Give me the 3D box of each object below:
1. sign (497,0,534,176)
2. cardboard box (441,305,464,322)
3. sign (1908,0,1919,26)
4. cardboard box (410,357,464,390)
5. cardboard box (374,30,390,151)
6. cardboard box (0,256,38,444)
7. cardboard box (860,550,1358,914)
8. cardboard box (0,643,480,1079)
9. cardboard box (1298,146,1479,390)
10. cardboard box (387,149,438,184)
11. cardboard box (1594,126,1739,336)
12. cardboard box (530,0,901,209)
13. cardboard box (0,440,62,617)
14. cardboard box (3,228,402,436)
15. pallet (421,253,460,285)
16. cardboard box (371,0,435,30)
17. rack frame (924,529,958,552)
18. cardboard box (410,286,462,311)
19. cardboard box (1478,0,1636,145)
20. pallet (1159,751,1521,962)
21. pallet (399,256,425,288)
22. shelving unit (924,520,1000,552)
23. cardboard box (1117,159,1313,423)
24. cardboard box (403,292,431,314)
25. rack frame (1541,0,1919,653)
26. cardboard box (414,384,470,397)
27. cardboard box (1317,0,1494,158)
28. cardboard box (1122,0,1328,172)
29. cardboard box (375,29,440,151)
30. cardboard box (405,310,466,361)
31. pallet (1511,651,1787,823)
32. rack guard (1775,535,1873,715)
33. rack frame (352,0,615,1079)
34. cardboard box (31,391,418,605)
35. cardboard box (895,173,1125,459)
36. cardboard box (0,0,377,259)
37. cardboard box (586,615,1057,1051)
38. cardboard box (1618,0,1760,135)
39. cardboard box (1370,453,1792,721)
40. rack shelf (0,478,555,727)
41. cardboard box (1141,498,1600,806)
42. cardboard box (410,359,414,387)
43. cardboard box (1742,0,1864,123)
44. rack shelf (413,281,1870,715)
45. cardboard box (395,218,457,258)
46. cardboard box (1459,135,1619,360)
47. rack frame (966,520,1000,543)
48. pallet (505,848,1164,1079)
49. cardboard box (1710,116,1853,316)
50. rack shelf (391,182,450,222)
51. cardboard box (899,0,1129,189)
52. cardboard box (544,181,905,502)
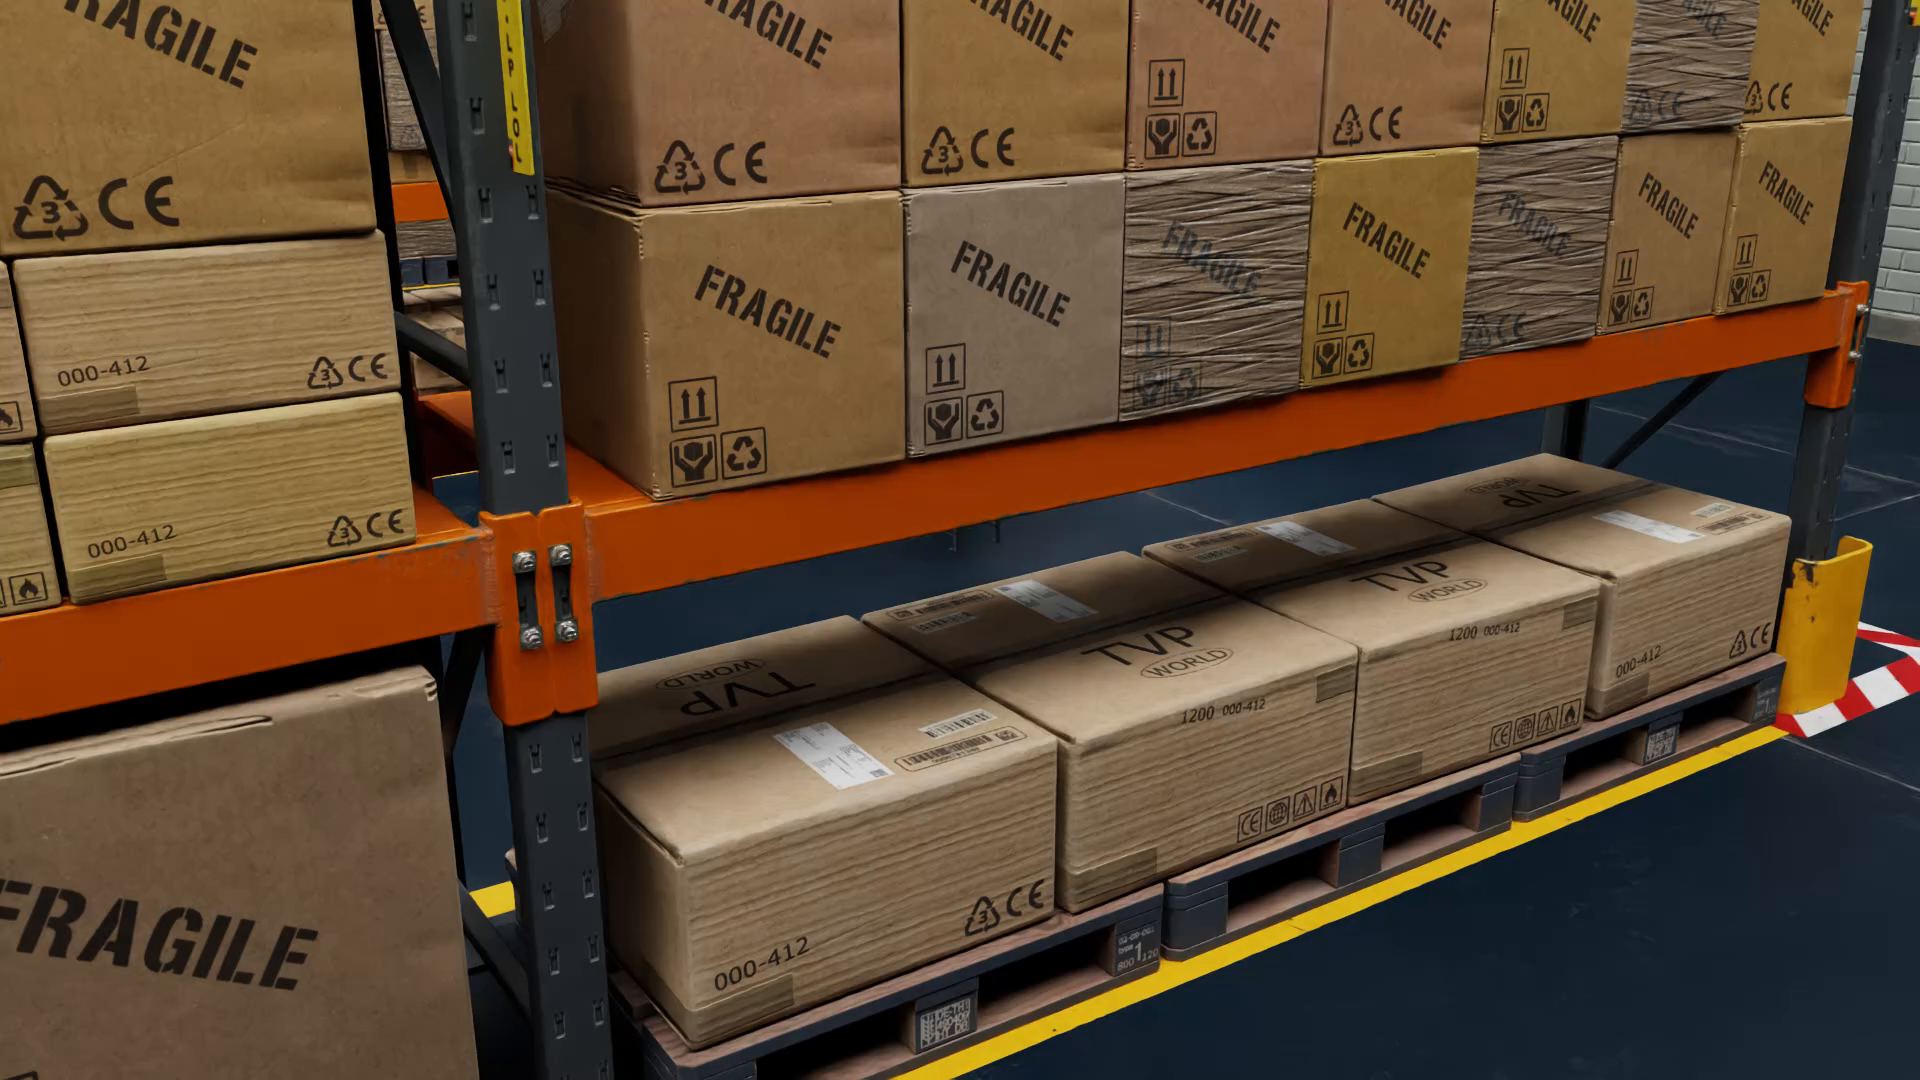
[{"bbox_3d":[-0.672,-0.717,2.498,0.005,0.325,0.100,-12,22,-31],"label":"sign"},{"bbox_3d":[-2.292,-1.027,7.965,0.250,0.149,0.380,-13,23,-34],"label":"cardboard box"},{"bbox_3d":[2.649,-1.567,4.519,0.005,0.325,0.100,-12,22,-31],"label":"sign"},{"bbox_3d":[-2.491,-0.833,7.857,0.250,0.149,0.380,-11,21,-29],"label":"cardboard box"},{"bbox_3d":[-2.824,-1.953,7.217,0.500,0.500,0.500,-12,22,-31],"label":"cardboard box"},{"bbox_3d":[-1.626,-0.282,2.350,0.500,0.250,0.500,-11,22,-30],"label":"cardboard box"},{"bbox_3d":[0.352,0.426,4.147,0.875,0.438,0.875,-13,22,-33],"label":"cardboard box"},{"bbox_3d":[-1.452,0.589,2.981,0.875,0.875,0.875,-11,22,-30],"label":"cardboard box"},{"bbox_3d":[0.829,-0.674,3.897,0.500,0.500,0.500,-11,22,-30],"label":"cardboard box"},{"bbox_3d":[-2.523,-1.699,7.478,0.250,0.149,0.380,-11,22,-30],"label":"cardboard box"},{"bbox_3d":[1.678,-0.861,4.452,0.500,0.500,0.500,-12,22,-33],"label":"cardboard box"},{"bbox_3d":[-0.448,-0.890,2.975,0.500,0.500,0.500,-12,22,-31],"label":"cardboard box"},{"bbox_3d":[-1.640,-0.042,2.421,0.500,0.250,0.500,-12,22,-32],"label":"cardboard box"},{"bbox_3d":[-1.213,-0.372,2.617,0.500,0.250,0.500,-12,22,-31],"label":"cardboard box"},{"bbox_3d":[-3.713,-2.222,12.987,1.213,0.211,1.003,-12,22,-31],"label":"pallet"},{"bbox_3d":[-2.412,-2.508,7.297,0.500,0.500,0.500,-11,22,-31],"label":"cardboard box"},{"bbox_3d":[-0.078,-0.410,6.552,0.006,0.900,0.240,-12,22,-31],"label":"rack frame"},{"bbox_3d":[-2.582,-1.168,8.381,0.250,0.149,0.380,-13,23,-33],"label":"cardboard box"},{"bbox_3d":[1.255,-1.240,4.012,0.500,0.500,0.500,-12,22,-32],"label":"cardboard box"},{"bbox_3d":[0.720,0.642,4.515,1.213,0.211,1.003,-12,22,-31],"label":"pallet"},{"bbox_3d":[-4.731,-2.008,12.356,1.213,0.211,1.003,-12,22,-31],"label":"pallet"},{"bbox_3d":[0.007,-0.428,6.605,0.210,0.900,0.258,-12,22,-31],"label":"shelving unit"},{"bbox_3d":[0.399,-0.583,3.629,0.500,0.500,0.500,-12,22,-31],"label":"cardboard box"},{"bbox_3d":[-2.801,-1.117,8.231,0.250,0.149,0.380,-13,23,-34],"label":"cardboard box"},{"bbox_3d":[2.362,-1.054,5.179,0.127,3.000,1.000,-12,22,-31],"label":"rack frame"},{"bbox_3d":[-2.513,-0.702,7.932,0.250,0.149,0.380,-13,23,-34],"label":"cardboard box"},{"bbox_3d":[0.834,-1.152,3.752,0.500,0.500,0.500,-12,22,-32],"label":"cardboard box"},{"bbox_3d":[0.412,-1.064,3.491,0.500,0.500,0.500,-11,22,-30],"label":"cardboard box"},{"bbox_3d":[-2.383,-2.032,7.451,0.500,0.500,0.500,-12,22,-33],"label":"cardboard box"},{"bbox_3d":[-2.474,-0.957,7.757,0.250,0.149,0.380,-11,22,-30],"label":"cardboard box"},{"bbox_3d":[1.738,0.429,5.147,1.213,0.211,1.003,-12,22,-31],"label":"pallet"},{"bbox_3d":[2.382,0.126,5.592,0.348,0.500,1.175,-12,22,-31],"label":"rack guard"},{"bbox_3d":[-0.978,-0.349,3.095,0.127,3.000,1.000,-12,22,-31],"label":"rack frame"},{"bbox_3d":[-1.214,-0.132,2.686,0.500,0.250,0.500,-13,22,-33],"label":"cardboard box"},{"bbox_3d":[-0.020,-0.497,3.375,0.500,0.500,0.500,-12,22,-31],"label":"cardboard box"},{"bbox_3d":[-1.213,-0.725,2.487,0.500,0.500,0.500,-11,22,-30],"label":"cardboard box"},{"bbox_3d":[-0.395,0.584,3.680,0.875,0.438,0.875,-12,22,-32],"label":"cardboard box"},{"bbox_3d":[1.670,-1.326,4.267,0.500,0.500,0.500,-12,22,-31],"label":"cardboard box"},{"bbox_3d":[1.866,0.104,5.099,0.875,0.438,0.875,-13,23,-33],"label":"cardboard box"},{"bbox_3d":[-2.649,0.344,2.168,4.000,0.370,1.077,-12,22,-31],"label":"rack shelf"},{"bbox_3d":[1.106,0.267,4.615,0.875,0.438,0.875,-11,22,-30],"label":"cardboard box"},{"bbox_3d":[-2.734,-0.791,7.732,0.250,0.149,0.380,-13,23,-34],"label":"cardboard box"},{"bbox_3d":[2.091,-1.426,4.563,0.500,0.500,0.500,-11,22,-30],"label":"cardboard box"},{"bbox_3d":[0.692,-0.361,4.252,4.000,0.370,1.077,-12,22,-31],"label":"rack shelf"},{"bbox_3d":[-4.339,-2.603,12.422,0.875,0.875,0.875,-12,22,-31],"label":"cardboard box"},{"bbox_3d":[1.253,-0.768,4.177,0.500,0.500,0.500,-11,22,-30],"label":"cardboard box"},{"bbox_3d":[0.092,-0.446,6.658,0.006,0.900,0.240,-12,22,-31],"label":"rack frame"},{"bbox_3d":[-0.300,0.859,3.876,1.213,0.211,1.003,-12,22,-31],"label":"pallet"},{"bbox_3d":[2.105,-0.946,4.702,0.500,0.500,0.500,-12,22,-31],"label":"cardboard box"},{"bbox_3d":[-2.115,-1.667,8.116,4.000,0.370,1.077,-12,22,-31],"label":"rack shelf"},{"bbox_3d":[-0.022,-0.977,3.233,0.500,0.500,0.500,-12,22,-32],"label":"cardboard box"},{"bbox_3d":[-0.442,-0.409,3.116,0.500,0.500,0.500,-11,22,-30],"label":"cardboard box"}]
